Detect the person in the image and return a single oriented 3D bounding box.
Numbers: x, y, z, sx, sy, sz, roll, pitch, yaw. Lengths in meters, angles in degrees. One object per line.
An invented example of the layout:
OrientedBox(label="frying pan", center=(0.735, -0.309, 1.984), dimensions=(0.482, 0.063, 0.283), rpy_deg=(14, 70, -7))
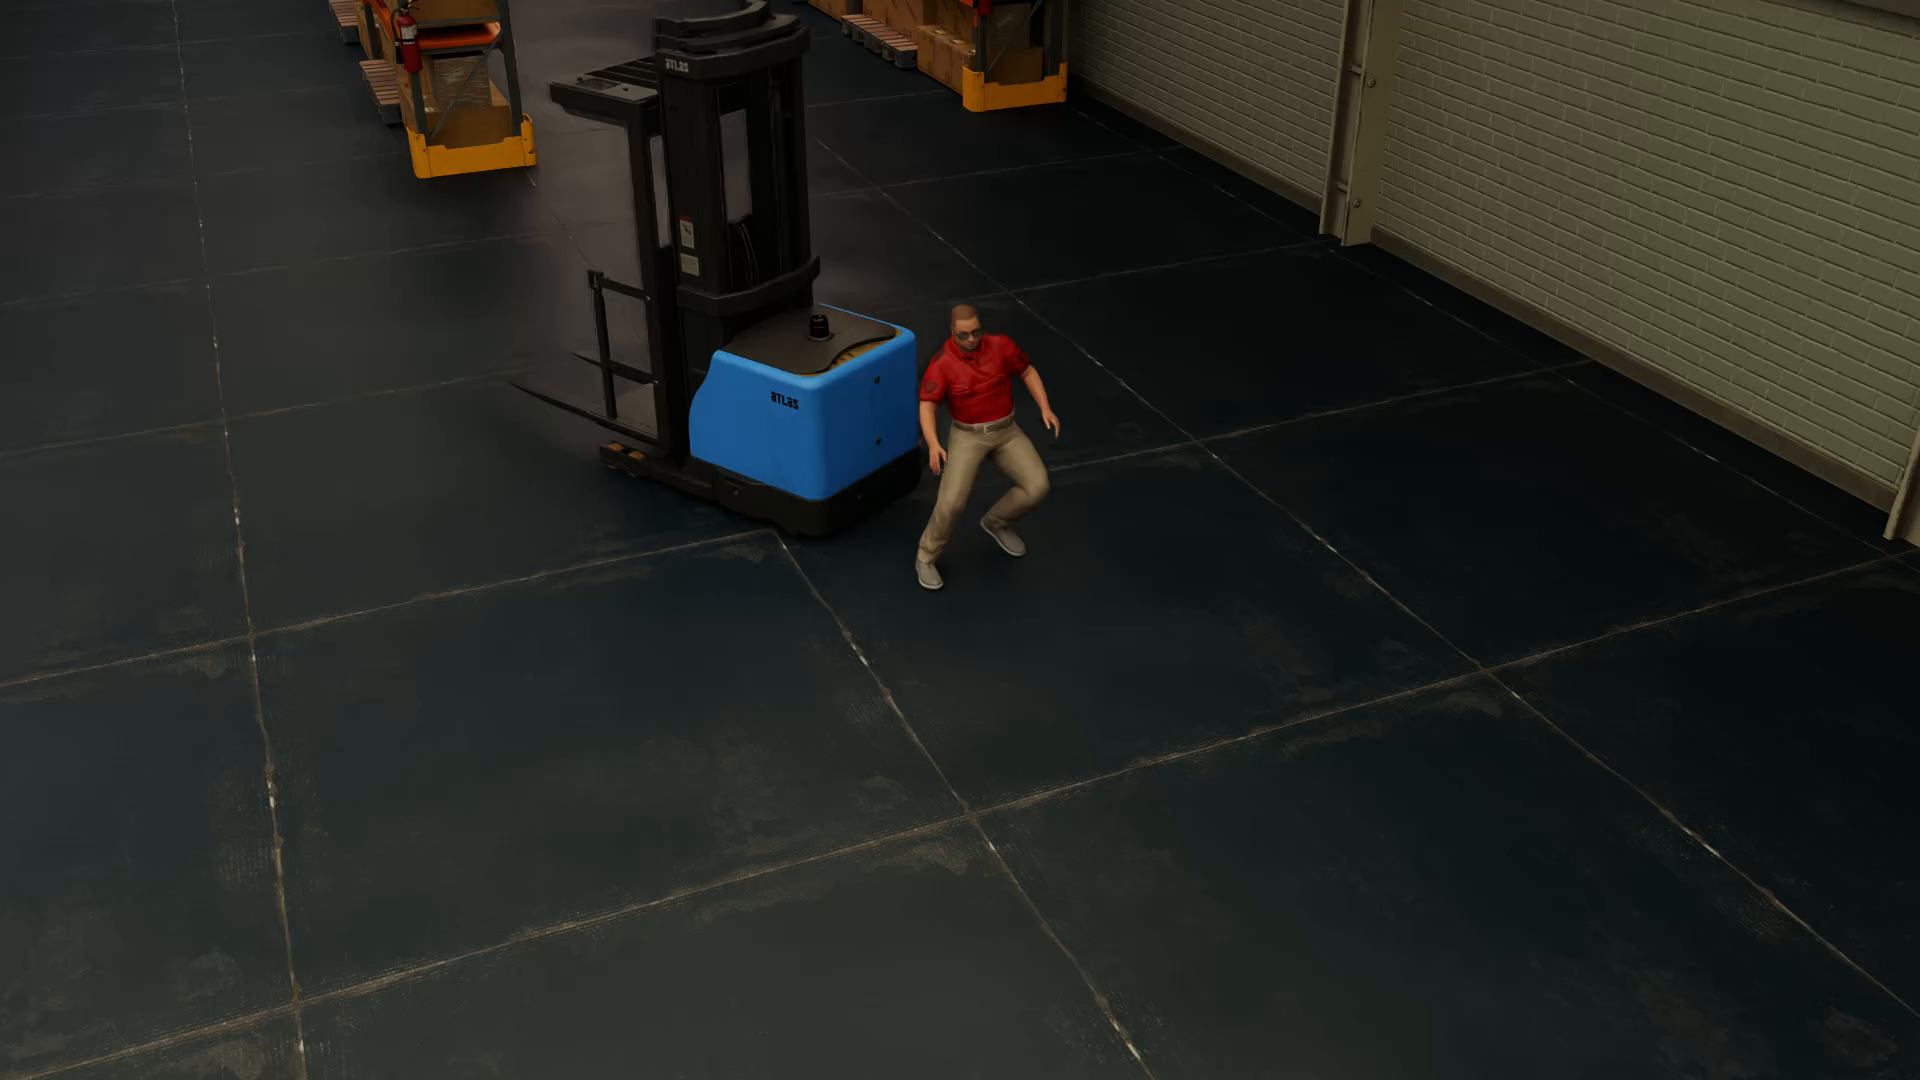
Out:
OrientedBox(label="person", center=(0.132, -0.550, 9.440), dimensions=(0.856, 1.572, 0.667), rpy_deg=(-9, 31, -16))

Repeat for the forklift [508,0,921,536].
OrientedBox(label="forklift", center=(-1.735, -1.868, 10.387), dimensions=(3.031, 2.935, 1.130), rpy_deg=(20, 36, 31))
